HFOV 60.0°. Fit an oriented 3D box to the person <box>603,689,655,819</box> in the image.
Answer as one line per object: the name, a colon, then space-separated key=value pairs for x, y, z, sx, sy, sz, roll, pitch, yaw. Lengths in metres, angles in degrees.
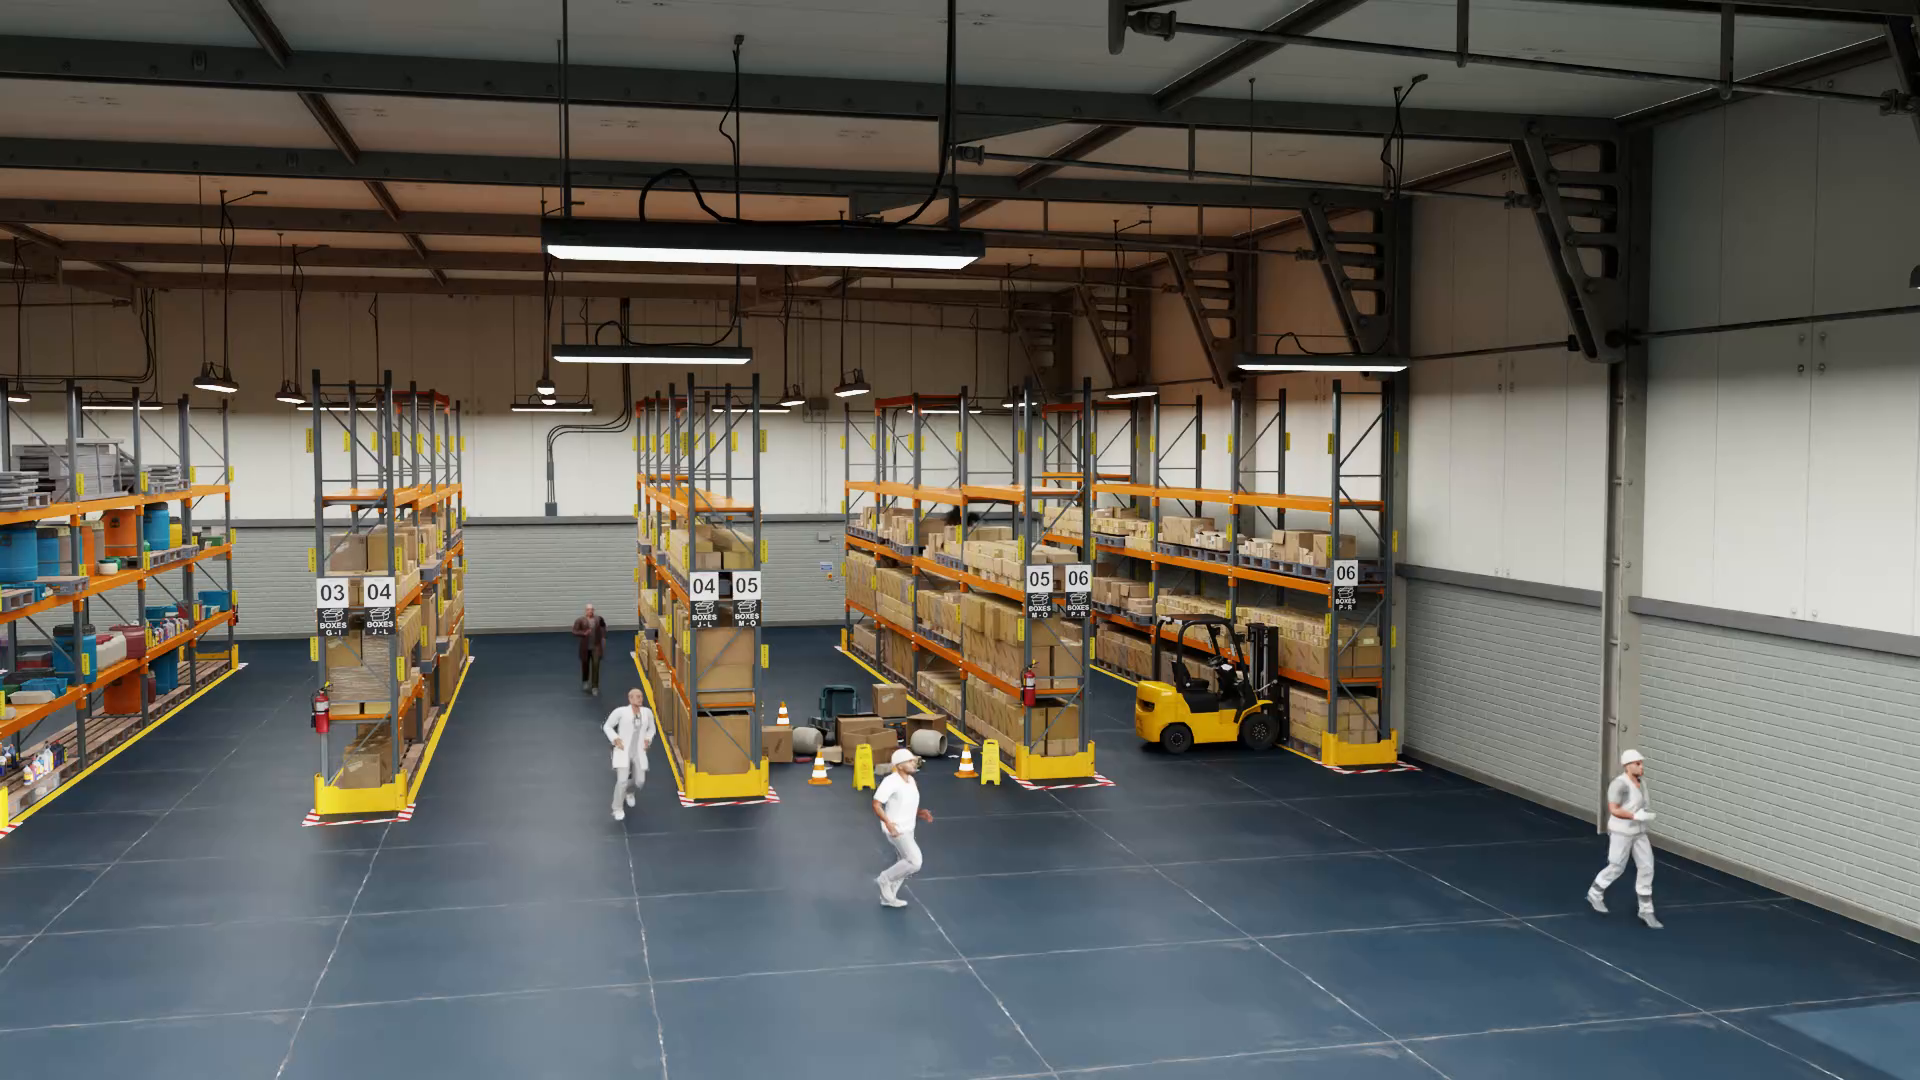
person: x=-4.458 y=2.865 z=22.526 sx=0.722 sy=1.704 sz=0.646 roll=-2 pitch=4 yaw=-28

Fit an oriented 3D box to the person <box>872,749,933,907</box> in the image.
person: x=-0.599 y=3.108 z=17.951 sx=0.576 sy=1.715 sz=0.640 roll=1 pitch=4 yaw=21

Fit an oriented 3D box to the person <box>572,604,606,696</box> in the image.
person: x=-7.397 y=2.218 z=33.226 sx=0.690 sy=1.692 sz=1.032 roll=-1 pitch=3 yaw=-19

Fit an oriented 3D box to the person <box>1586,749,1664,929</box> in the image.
person: x=6.986 y=3.100 z=17.423 sx=0.683 sy=1.844 sz=0.817 roll=-2 pitch=4 yaw=-33
